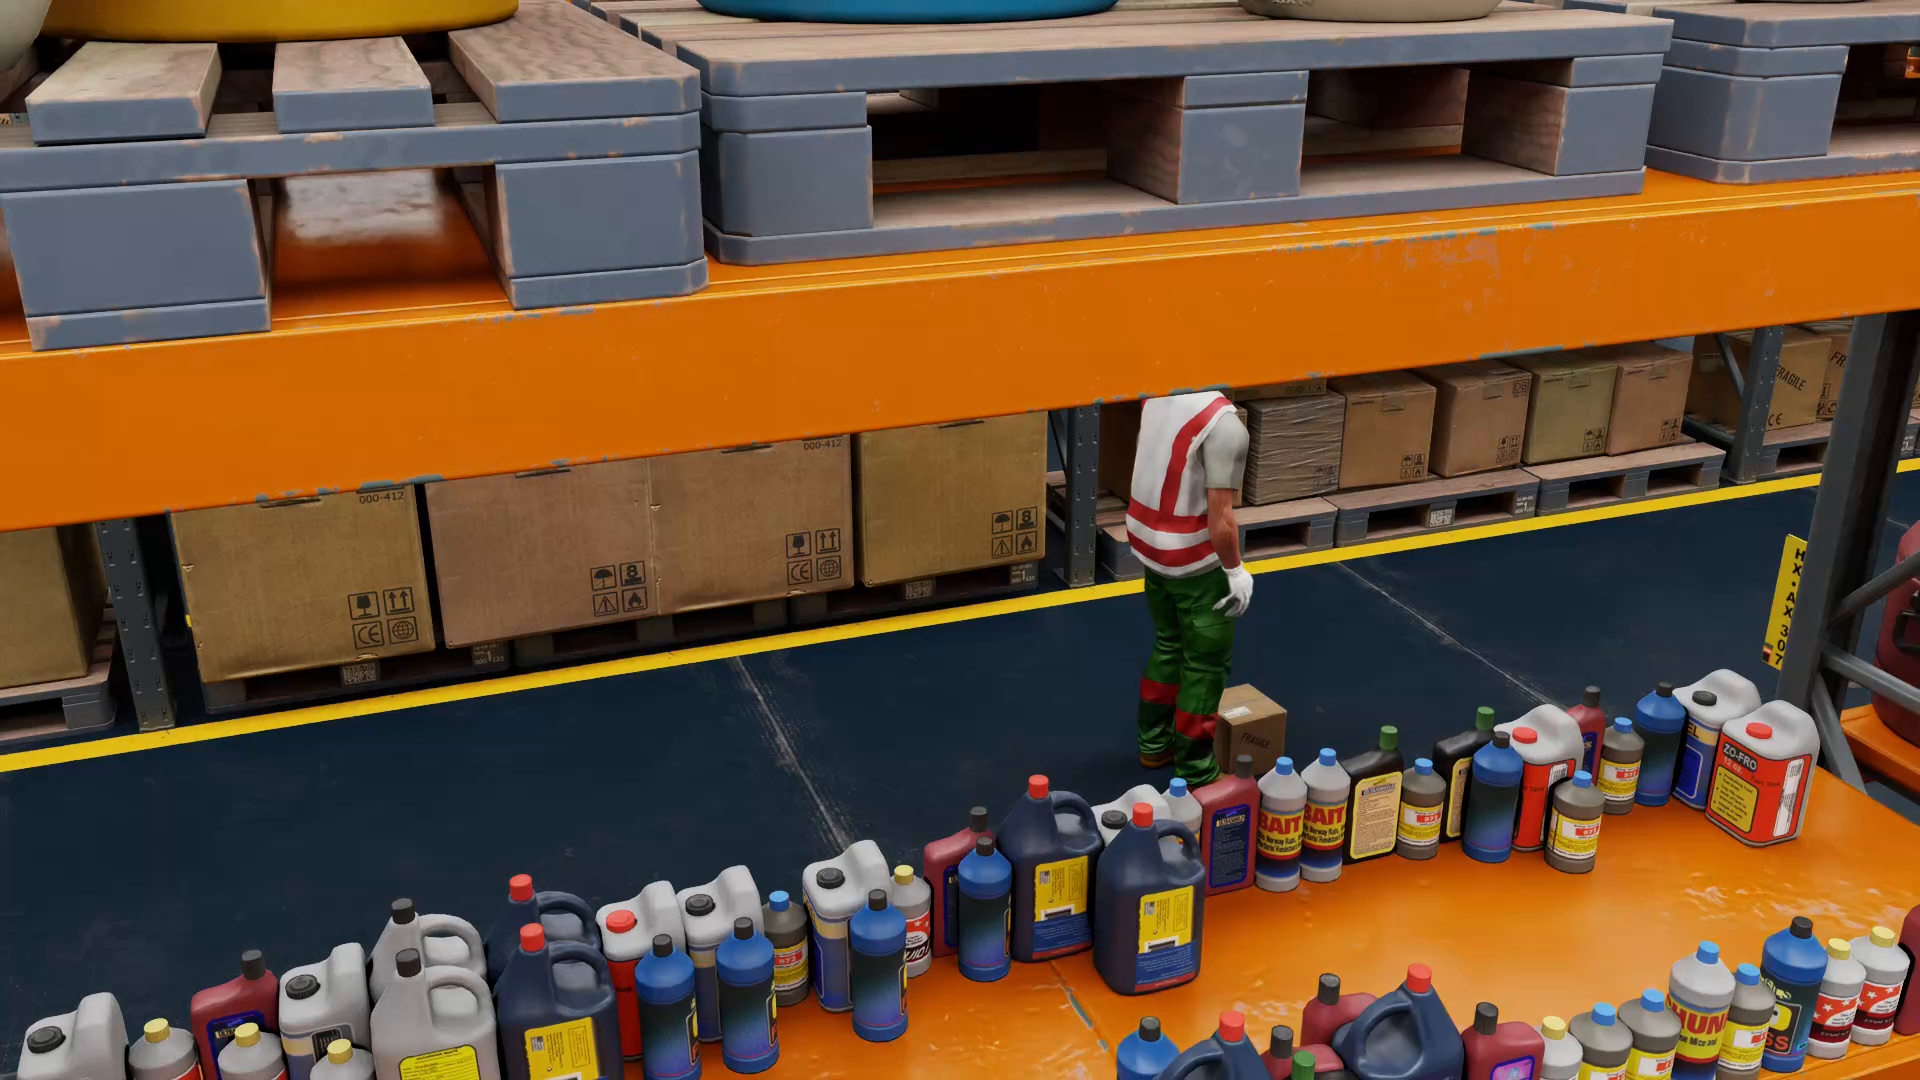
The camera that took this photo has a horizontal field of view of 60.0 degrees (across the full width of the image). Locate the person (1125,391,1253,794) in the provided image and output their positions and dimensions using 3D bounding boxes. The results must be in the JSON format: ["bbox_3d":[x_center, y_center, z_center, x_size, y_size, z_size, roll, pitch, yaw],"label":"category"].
[{"bbox_3d":[0.837,0.051,5.954,0.452,1.775,0.614,-10,24,-22],"label":"person"}]
